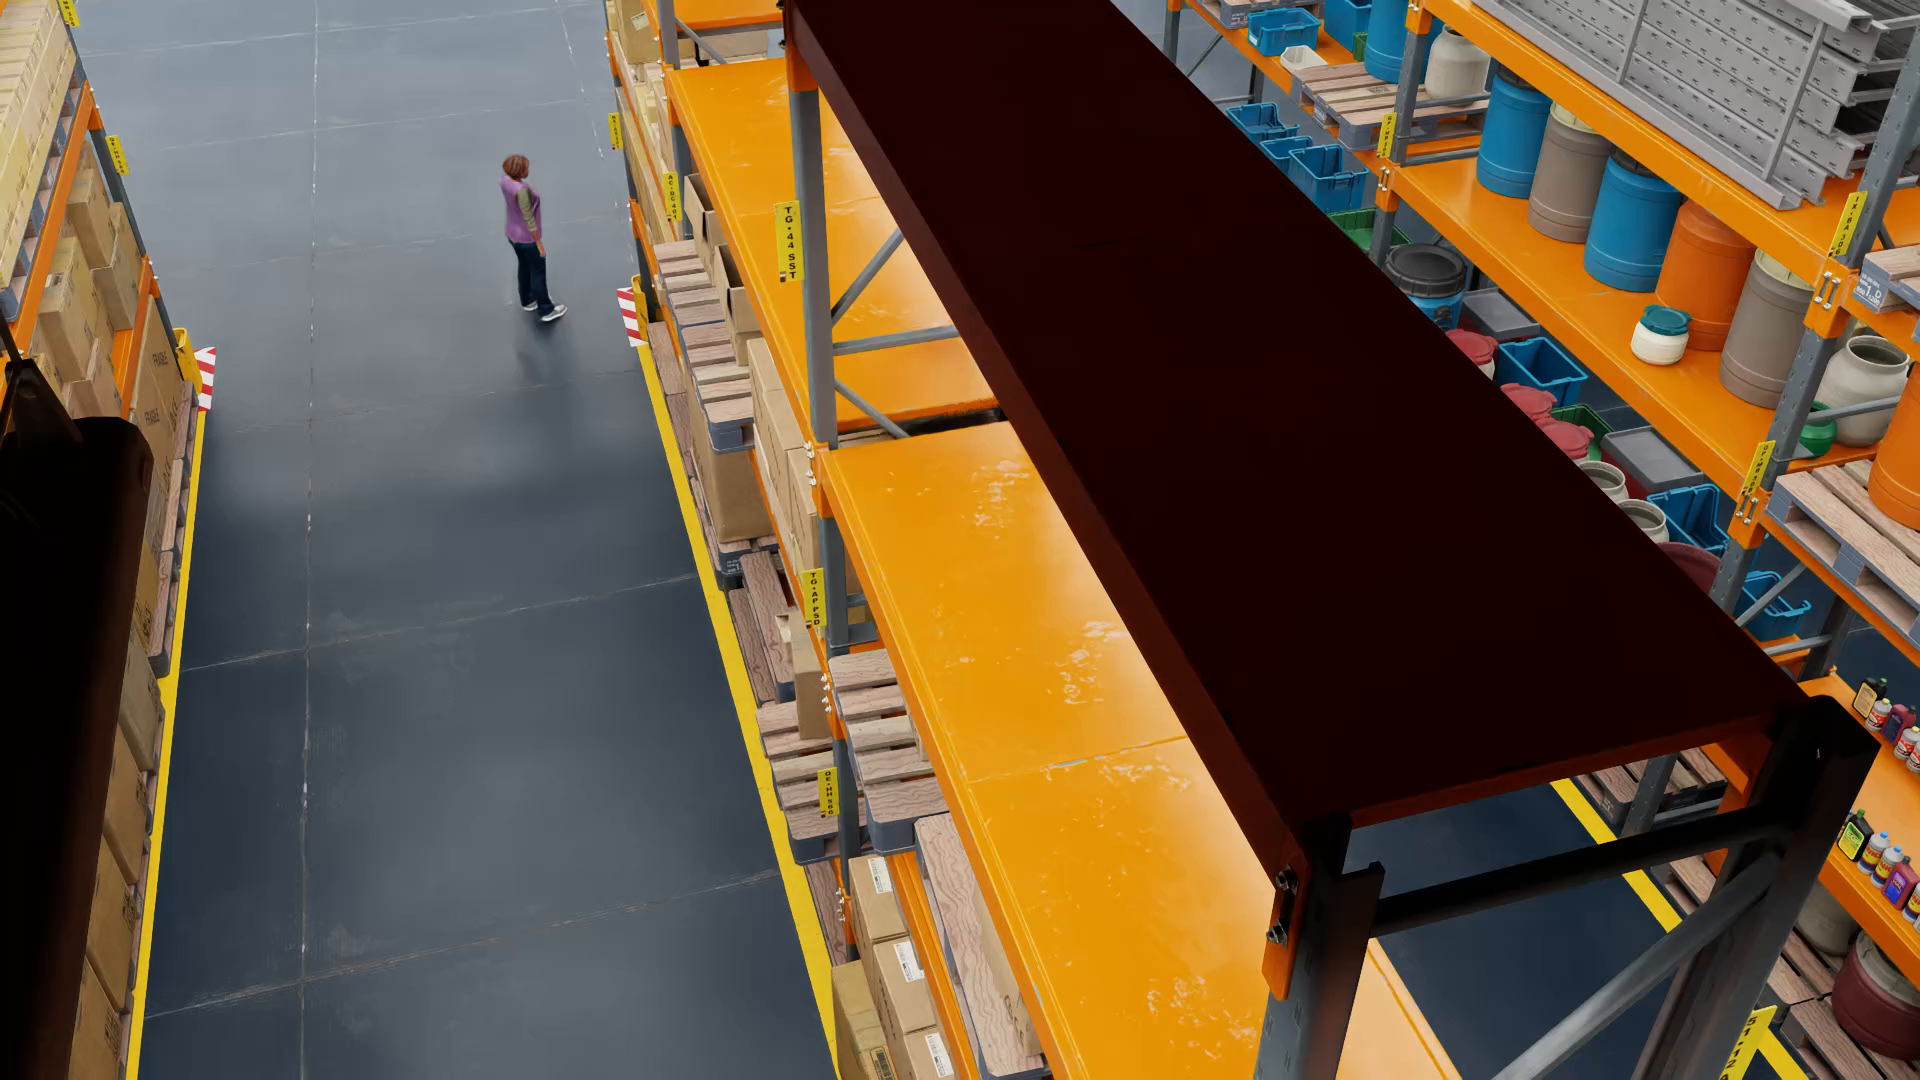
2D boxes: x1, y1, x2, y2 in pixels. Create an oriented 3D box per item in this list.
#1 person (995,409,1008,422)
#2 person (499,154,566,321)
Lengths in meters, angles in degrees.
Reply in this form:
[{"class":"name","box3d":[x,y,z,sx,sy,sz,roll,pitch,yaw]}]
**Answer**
[{"class":"person","box3d":[0.504,-0.581,12.160,0.549,1.706,0.524,11,40,13]},{"class":"person","box3d":[-3.879,-2.727,14.979,0.385,1.588,0.459,-29,47,-31]}]
